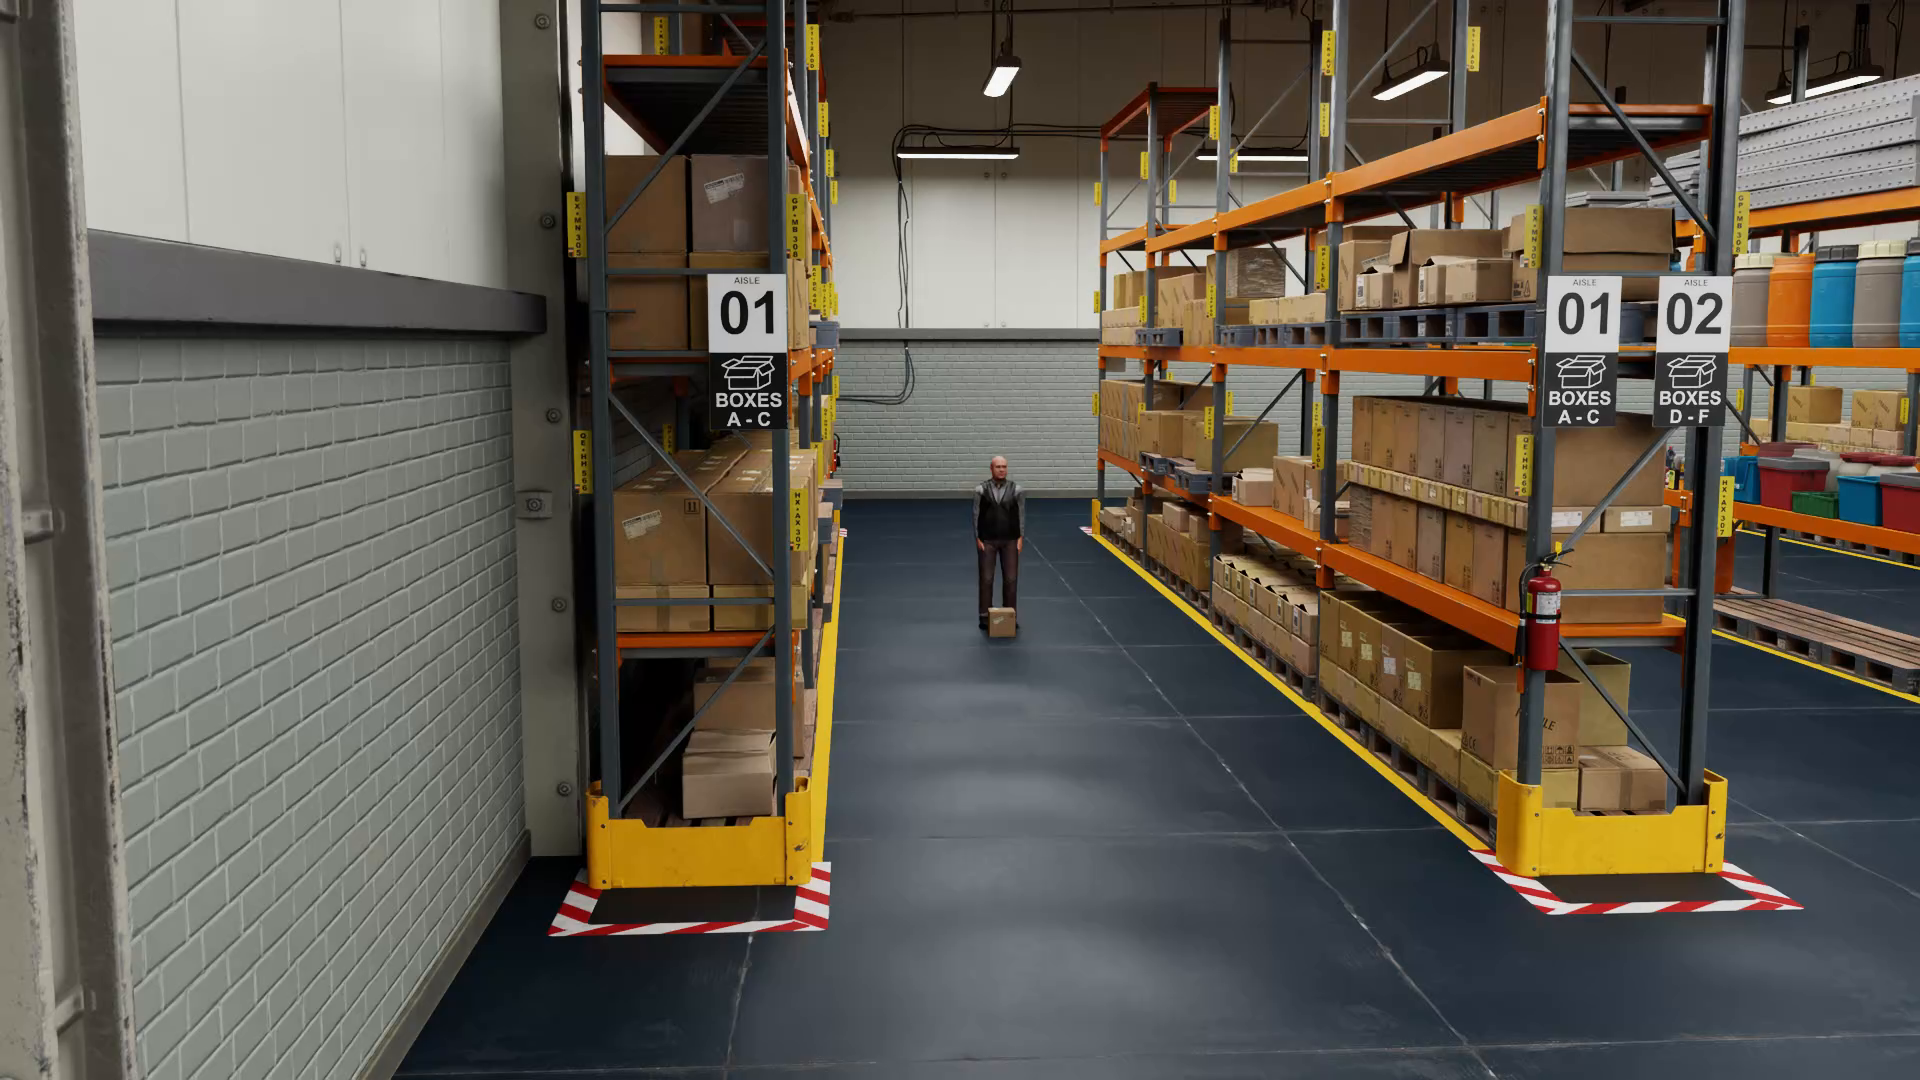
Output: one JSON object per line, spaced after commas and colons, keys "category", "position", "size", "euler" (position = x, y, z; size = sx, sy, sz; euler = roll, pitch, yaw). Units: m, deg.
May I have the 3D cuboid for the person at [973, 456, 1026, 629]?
{"category": "person", "position": [0.395, 0.071, 16.682], "size": [0.532, 1.636, 0.358], "euler": [0, 7, -2]}
